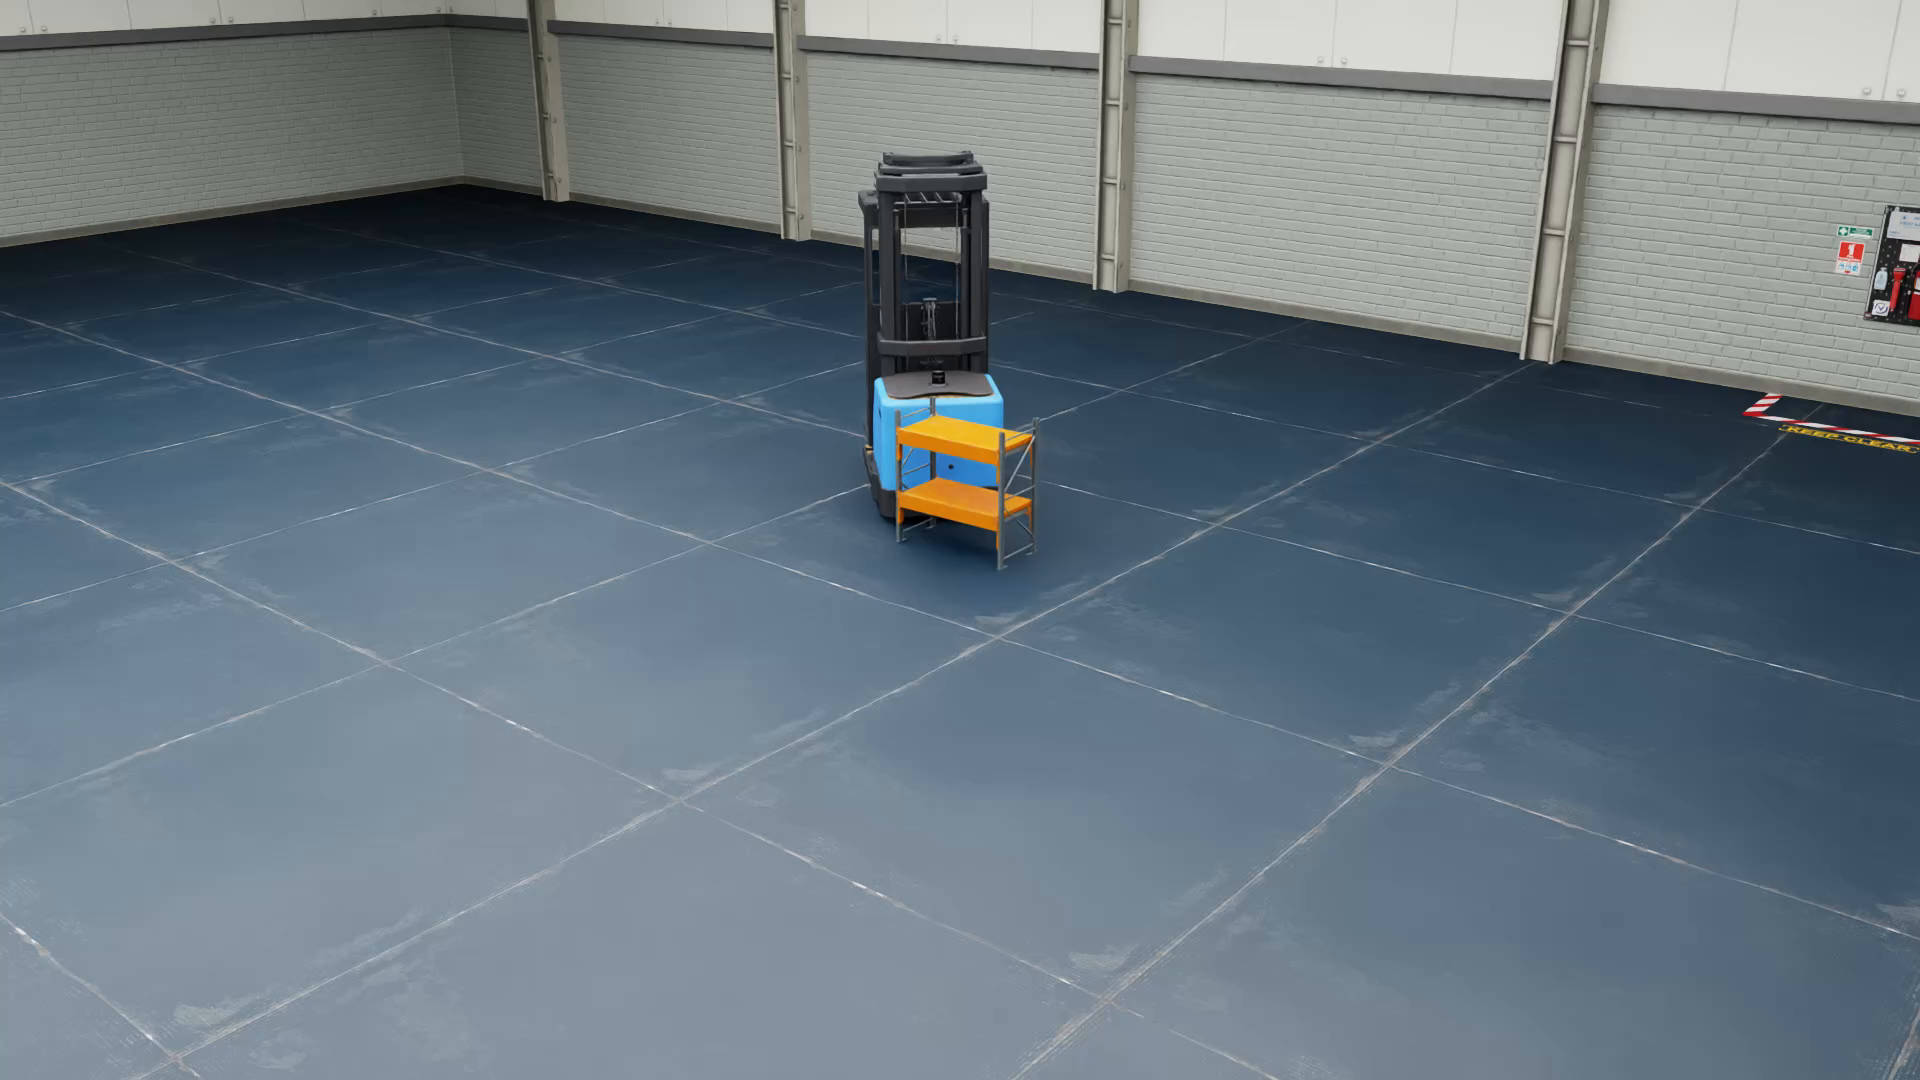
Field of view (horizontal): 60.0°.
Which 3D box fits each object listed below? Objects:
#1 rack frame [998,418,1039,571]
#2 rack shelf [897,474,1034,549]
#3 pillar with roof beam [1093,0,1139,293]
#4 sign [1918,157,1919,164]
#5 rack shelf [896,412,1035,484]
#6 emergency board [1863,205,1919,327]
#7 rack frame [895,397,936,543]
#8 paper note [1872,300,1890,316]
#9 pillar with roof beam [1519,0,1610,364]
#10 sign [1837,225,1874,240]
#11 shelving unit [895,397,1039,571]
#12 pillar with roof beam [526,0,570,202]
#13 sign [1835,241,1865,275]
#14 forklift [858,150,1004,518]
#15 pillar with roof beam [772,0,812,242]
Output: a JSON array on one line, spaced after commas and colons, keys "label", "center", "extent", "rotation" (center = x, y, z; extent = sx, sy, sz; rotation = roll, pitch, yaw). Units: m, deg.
[{"label": "rack frame", "center": [0.456, -0.359, 13.026], "extent": [0.032, 1.125, 0.500], "rotation": [15, 25, 34]}, {"label": "rack shelf", "center": [0.049, -0.237, 13.396], "extent": [1.000, 0.278, 0.538], "rotation": [15, 25, 34]}, {"label": "pillar with roof beam", "center": [-0.658, -6.462, 18.050], "extent": [0.400, 9.000, 9.100], "rotation": [16, 26, 36]}, {"label": "sign", "center": [9.527, -3.830, 16.288], "extent": [0.199, 0.298, 0.001], "rotation": [16, 26, 36]}, {"label": "rack shelf", "center": [0.049, -0.740, 13.207], "extent": [1.000, 0.278, 0.538], "rotation": [15, 25, 34]}, {"label": "emergency board", "center": [9.470, -2.716, 16.620], "extent": [0.643, 1.169, 0.194], "rotation": [16, 26, 36]}, {"label": "rack frame", "center": [-0.359, -0.573, 13.594], "extent": [0.032, 1.125, 0.500], "rotation": [15, 25, 34]}, {"label": "paper note", "center": [9.377, -2.362, 16.930], "extent": [0.142, 0.148, 0.016], "rotation": [16, 26, 36]}, {"label": "pillar with roof beam", "center": [3.990, -5.123, 14.501], "extent": [0.400, 9.000, 9.100], "rotation": [16, 26, 36]}, {"label": "sign", "center": [9.105, -3.129, 16.913], "extent": [0.331, 0.109, 0.001], "rotation": [16, 26, 36]}, {"label": "shelving unit", "center": [0.049, -0.466, 13.310], "extent": [1.048, 1.125, 0.538], "rotation": [15, 25, 34]}, {"label": "pillar with roof beam", "center": [-9.955, -9.139, 25.150], "extent": [0.400, 9.000, 9.100], "rotation": [16, 26, 36]}, {"label": "sign", "center": [9.107, -2.884, 17.015], "extent": [0.234, 0.329, 0.001], "rotation": [16, 26, 36]}, {"label": "forklift", "center": [-0.321, -2.040, 14.925], "extent": [1.130, 2.935, 3.031], "rotation": [-3, 21, -7]}, {"label": "pillar with roof beam", "center": [-5.306, -7.801, 21.600], "extent": [0.400, 9.000, 9.100], "rotation": [16, 26, 36]}]
